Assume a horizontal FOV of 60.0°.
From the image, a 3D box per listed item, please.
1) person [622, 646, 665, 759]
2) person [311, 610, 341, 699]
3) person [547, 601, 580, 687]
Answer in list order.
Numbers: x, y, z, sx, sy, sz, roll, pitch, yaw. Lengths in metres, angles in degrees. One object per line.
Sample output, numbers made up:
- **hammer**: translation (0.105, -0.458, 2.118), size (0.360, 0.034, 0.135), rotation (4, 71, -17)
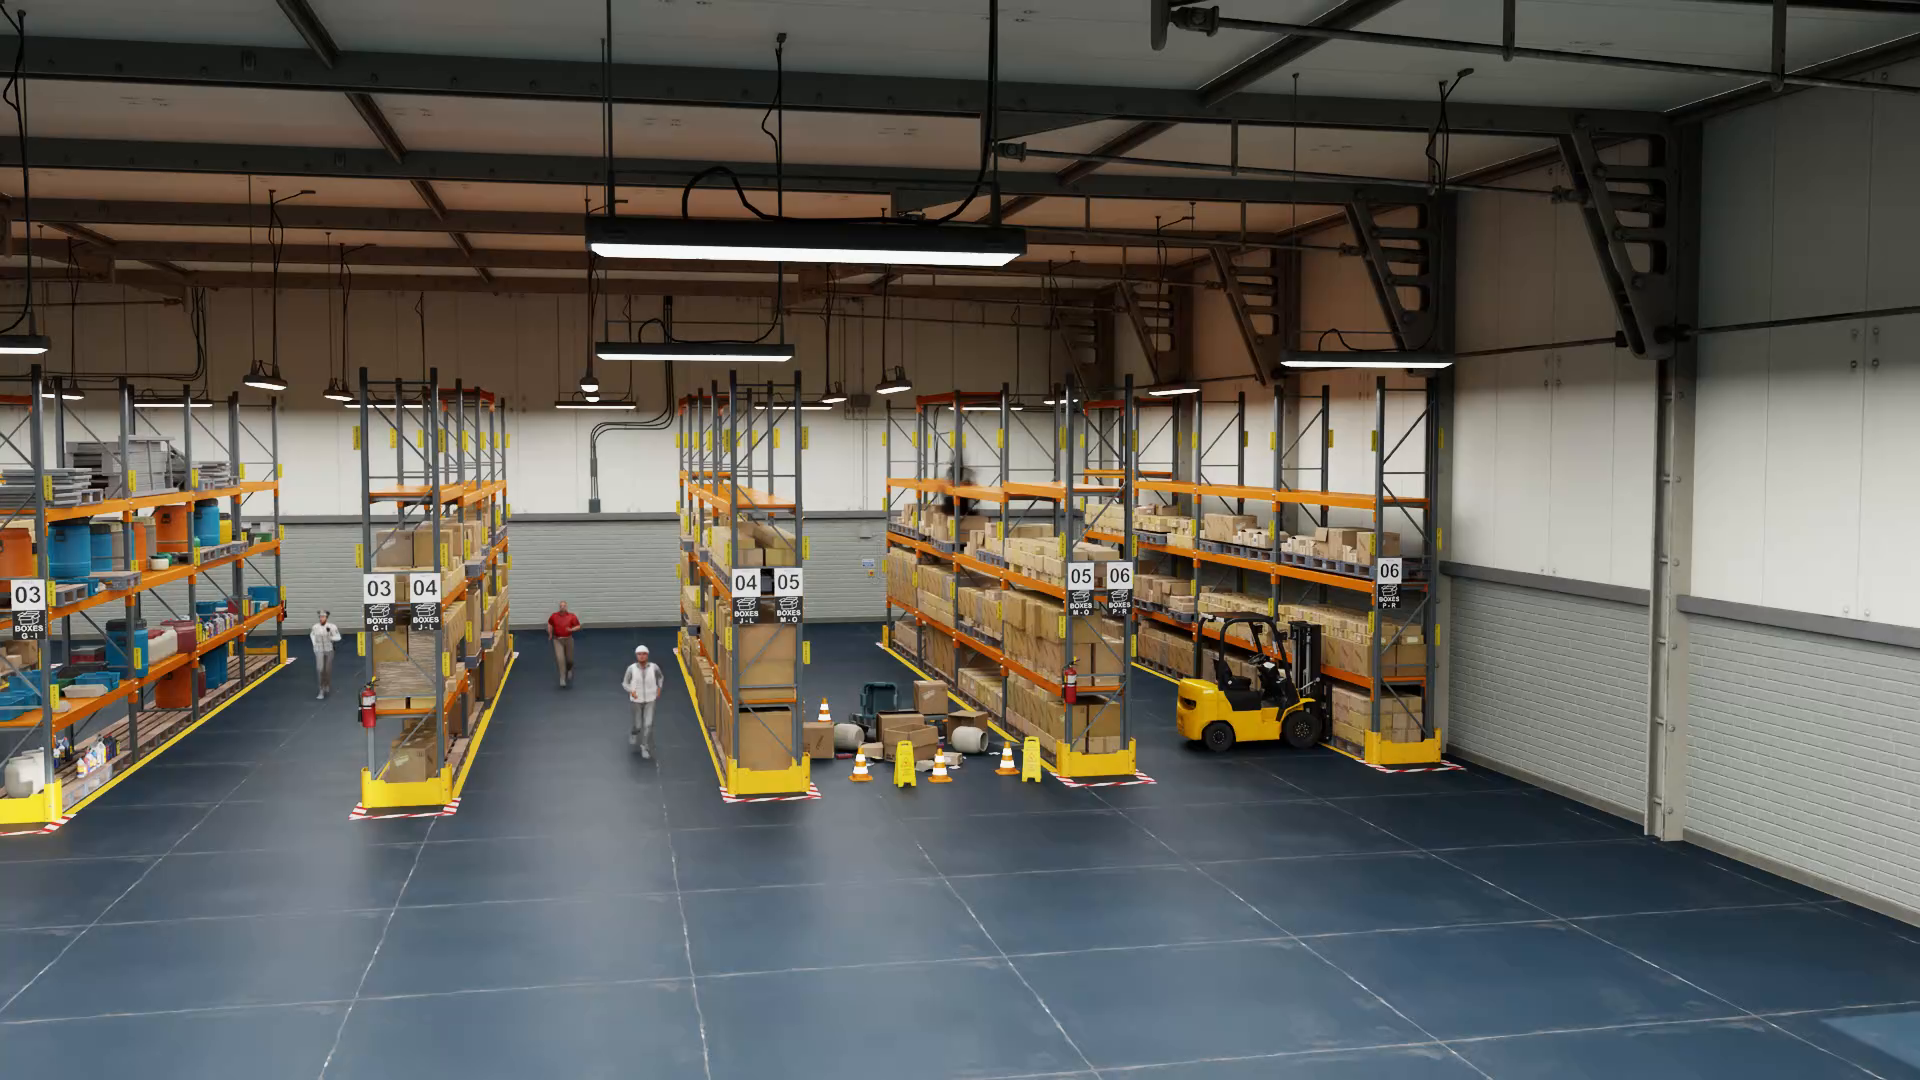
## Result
- **person**: translation (-5.049, 2.559, 26.562), size (0.669, 1.768, 0.810), rotation (-1, 4, -15)
- **person**: translation (-12.426, 2.226, 32.593), size (0.584, 1.754, 0.760), rotation (-1, 4, -16)
- **person**: translation (-8.120, 2.100, 34.091), size (0.665, 1.707, 0.939), rotation (-1, 3, -11)
